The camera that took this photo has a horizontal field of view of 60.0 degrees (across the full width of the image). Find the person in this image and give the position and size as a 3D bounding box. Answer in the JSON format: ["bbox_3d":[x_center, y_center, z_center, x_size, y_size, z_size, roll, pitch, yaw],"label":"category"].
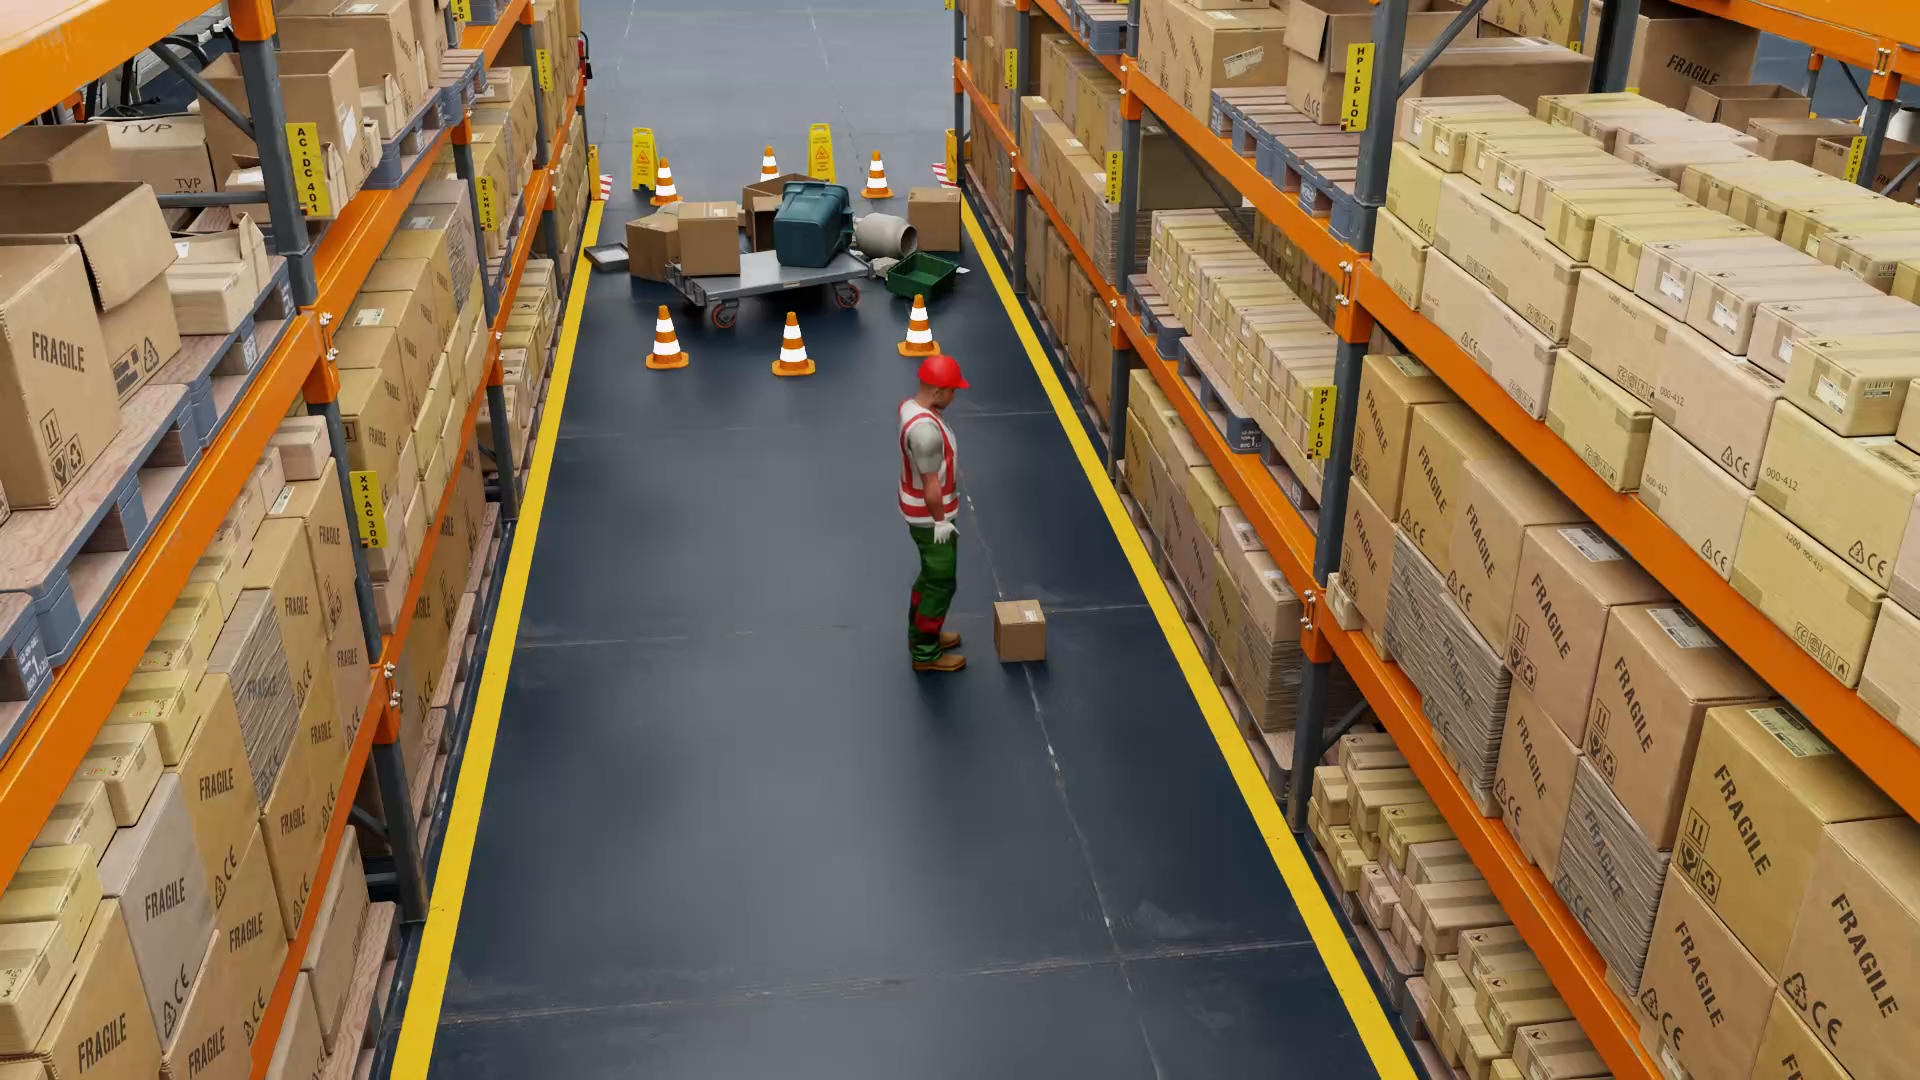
[{"bbox_3d":[-0.138,-0.153,8.911,0.377,1.770,0.531,-3,27,-6],"label":"person"}]
